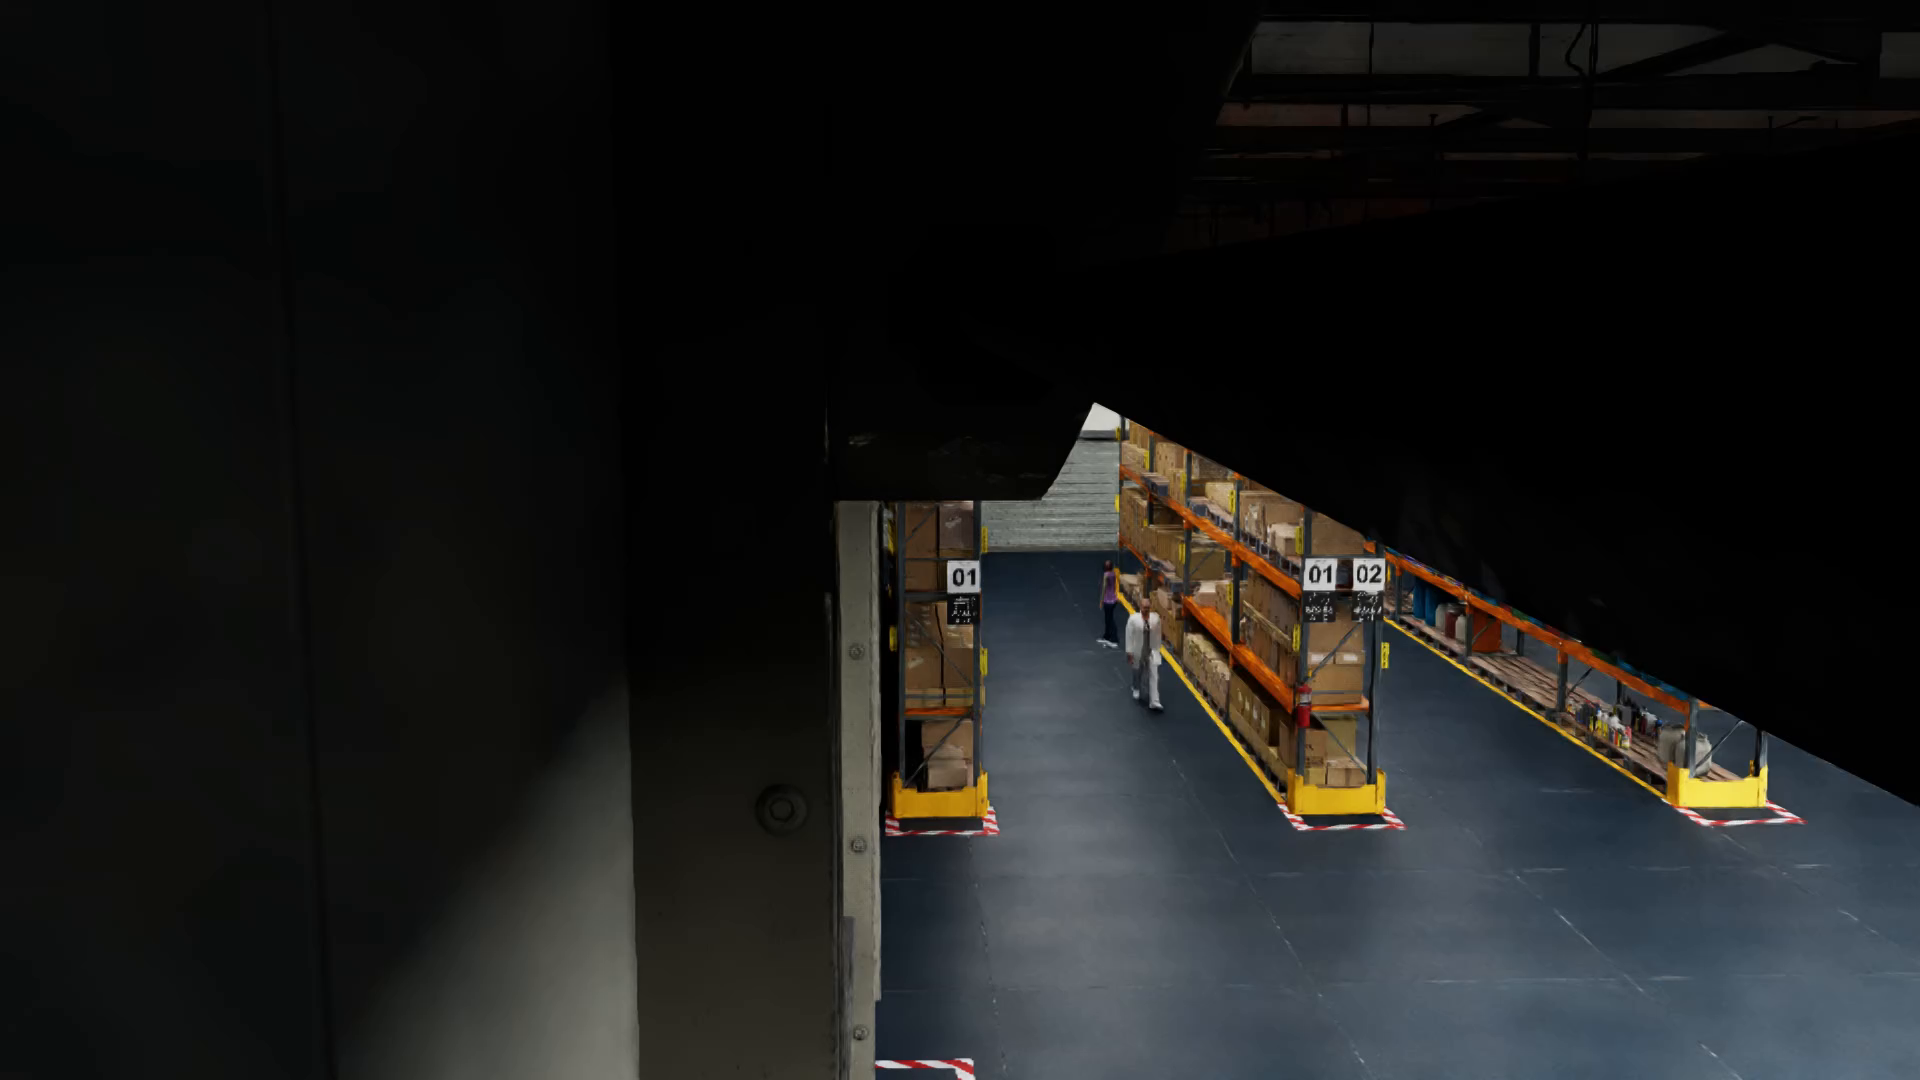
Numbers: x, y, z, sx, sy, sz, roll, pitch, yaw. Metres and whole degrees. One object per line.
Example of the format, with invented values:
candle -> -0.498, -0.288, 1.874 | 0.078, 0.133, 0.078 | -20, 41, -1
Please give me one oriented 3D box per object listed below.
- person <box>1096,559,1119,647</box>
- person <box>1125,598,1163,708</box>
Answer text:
person -> 2.710, 1.141, 30.554 | 0.521, 1.591, 0.528 | 4, 9, 27
person -> 2.888, 1.732, 26.056 | 0.598, 1.698, 1.194 | 0, 8, 0
